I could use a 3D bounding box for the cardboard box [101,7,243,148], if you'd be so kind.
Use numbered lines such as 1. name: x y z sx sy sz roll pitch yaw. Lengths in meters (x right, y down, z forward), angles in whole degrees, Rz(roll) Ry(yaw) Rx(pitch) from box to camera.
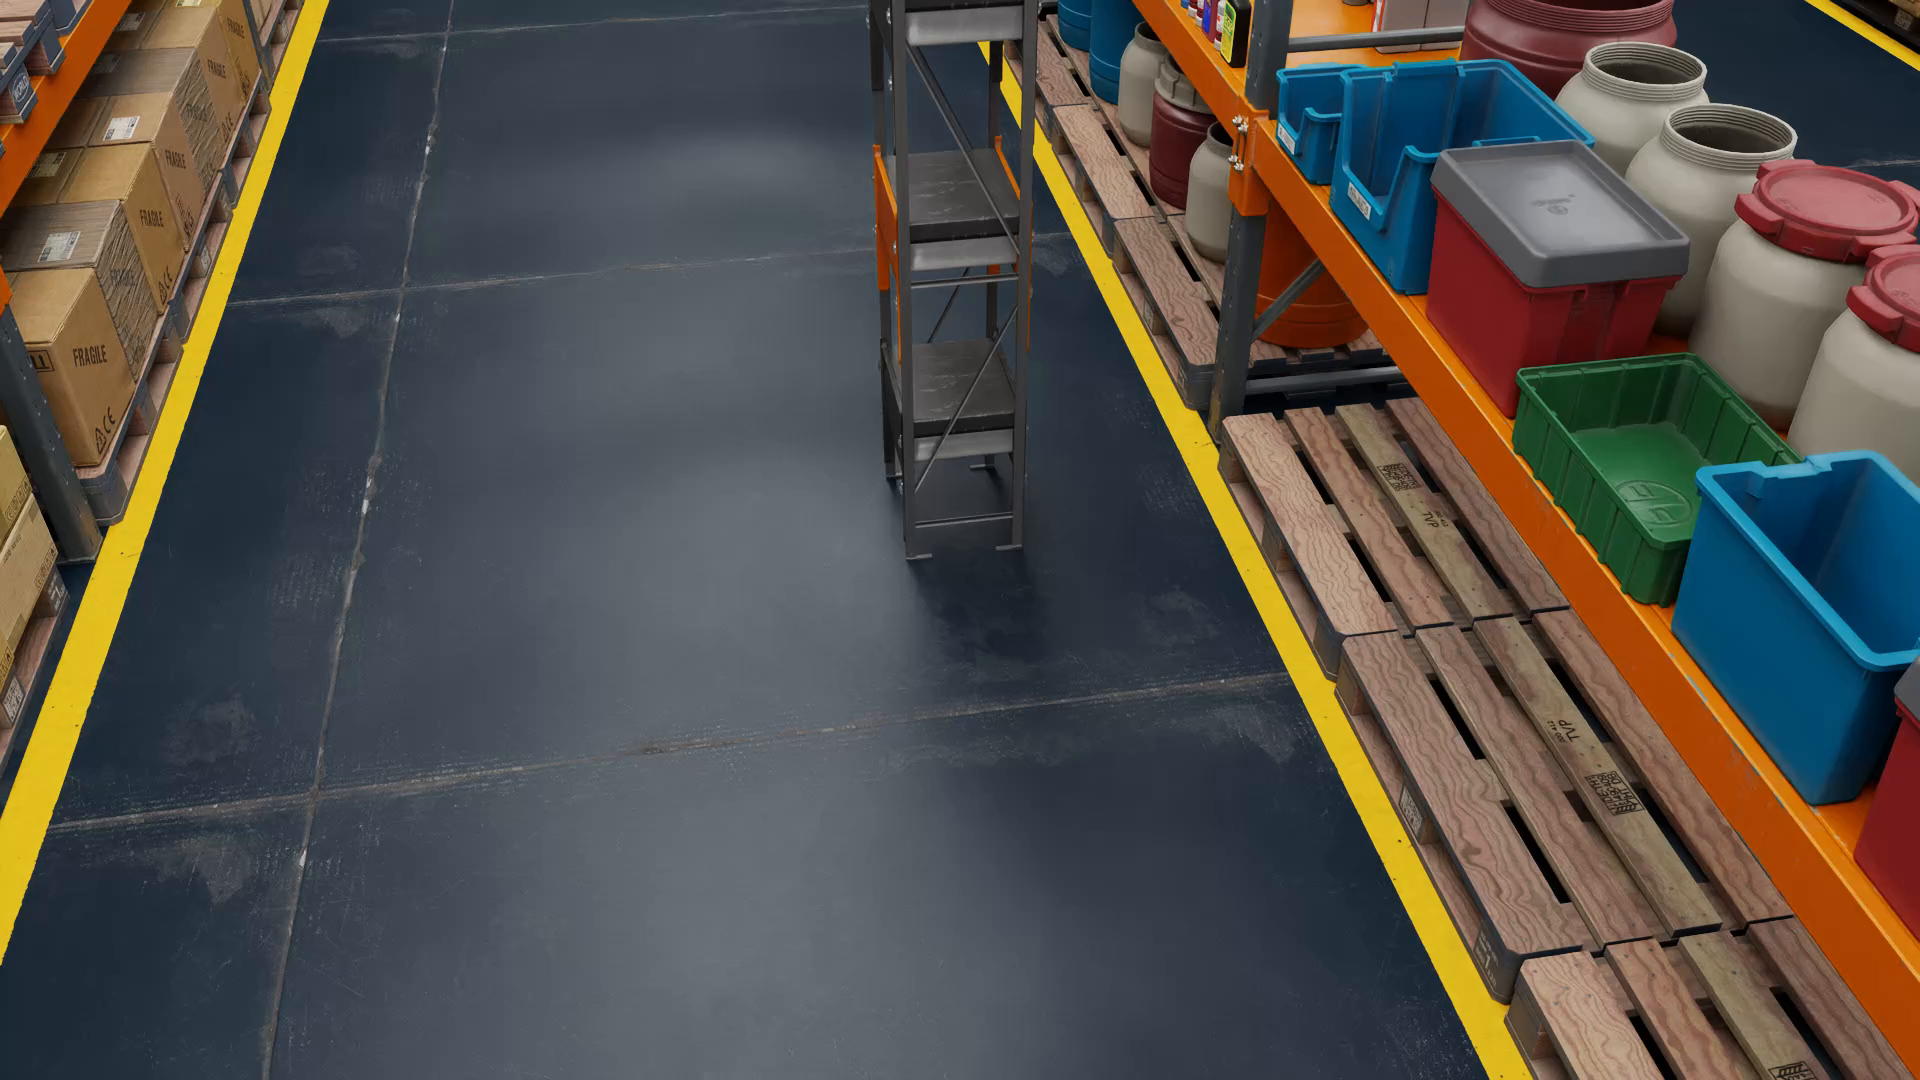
1. cardboard box: -3.694 -2.128 7.723 0.500 0.500 0.500 -6 38 -8

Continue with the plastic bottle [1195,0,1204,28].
1. plastic bottle: 0.904 -1.954 5.982 0.097 0.201 0.097 0 38 0

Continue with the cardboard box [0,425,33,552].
1. cardboard box: -3.106 -0.104 4.880 0.500 0.311 0.500 -5 38 -7

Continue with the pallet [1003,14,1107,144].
1. pallet: 0.830 -2.467 8.753 1.003 0.211 1.213 -6 38 -8

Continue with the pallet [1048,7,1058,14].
1. pallet: 0.569 -3.377 9.925 1.003 0.211 1.213 -6 38 -8

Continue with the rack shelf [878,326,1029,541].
1. rack shelf: -0.029 -0.366 5.672 0.431 0.518 0.480 -6 38 -8

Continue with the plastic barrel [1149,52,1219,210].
1. plastic barrel: 1.137 -1.812 7.261 0.600 0.588 0.708 -6 38 -8

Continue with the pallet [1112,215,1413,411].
1. pallet: 1.258 -0.993 6.856 1.003 0.211 1.213 -6 38 -8

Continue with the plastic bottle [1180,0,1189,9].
1. plastic bottle: 0.870 -2.099 6.112 0.097 0.271 0.097 0 38 0

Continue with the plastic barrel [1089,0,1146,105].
1. plastic barrel: 0.939 -2.618 8.043 0.600 0.901 0.708 -6 38 -8

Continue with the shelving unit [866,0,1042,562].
1. shelving unit: -0.029 -0.929 5.235 0.431 2.100 0.503 -6 38 -8

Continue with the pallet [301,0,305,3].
1. pallet: -4.478 -3.560 10.161 1.003 0.211 1.213 -6 38 -8

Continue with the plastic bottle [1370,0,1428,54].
1. plastic bottle: 1.530 -1.853 5.792 0.152 0.276 0.135 -6 38 -8

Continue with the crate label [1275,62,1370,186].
1. crate label: 1.142 -1.262 5.066 0.303 0.233 0.416 -6 38 -8

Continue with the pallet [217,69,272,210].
1. pallet: -3.961 -1.920 8.049 1.003 0.211 1.213 -6 38 -8

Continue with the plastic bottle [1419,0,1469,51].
1. plastic bottle: 1.680 -1.870 5.813 0.152 0.276 0.135 -6 38 -8

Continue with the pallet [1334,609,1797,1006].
1. pallet: 1.745 0.686 4.695 1.003 0.211 1.213 -6 38 -8

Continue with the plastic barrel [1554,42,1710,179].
1. plastic barrel: 1.828 -1.068 4.589 0.421 0.512 0.421 0 38 0

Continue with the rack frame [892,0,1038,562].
1. rack frame: 0.014 -0.782 5.045 0.400 2.100 0.015 -6 38 -8

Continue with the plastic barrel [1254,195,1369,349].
1. plastic barrel: 1.335 -1.225 6.309 0.600 0.830 0.708 -6 38 -8

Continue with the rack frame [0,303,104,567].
1. rack frame: -3.440 -1.092 4.711 1.000 3.000 0.127 -6 38 -8

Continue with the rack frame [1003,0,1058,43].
1. rack frame: 0.736 -4.039 8.503 1.000 3.000 0.127 -6 38 -8

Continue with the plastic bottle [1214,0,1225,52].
1. plastic bottle: 0.944 -1.814 5.802 0.097 0.201 0.097 0 38 0

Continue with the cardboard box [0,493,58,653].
1. cardboard box: -3.108 0.119 5.050 0.500 0.250 0.500 -5 38 -7

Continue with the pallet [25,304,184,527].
1. pallet: -3.534 -0.446 6.152 1.003 0.211 1.213 -6 38 -8

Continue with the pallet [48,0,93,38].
1. pallet: -3.785 -2.190 6.281 1.003 0.211 1.213 -6 38 -8

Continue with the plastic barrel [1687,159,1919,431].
1. plastic barrel: 1.982 -0.566 3.923 0.433 0.535 0.433 0 38 0

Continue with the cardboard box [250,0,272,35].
1. cardboard box: -4.002 -2.897 8.867 0.500 0.311 0.500 -6 38 -8

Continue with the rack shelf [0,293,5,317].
1. rack shelf: -3.089 0.400 3.377 1.077 0.370 4.000 -6 38 -8

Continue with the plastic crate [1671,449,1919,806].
1. plastic crate: 1.639 0.167 3.103 0.392 0.384 0.575 -6 38 -8

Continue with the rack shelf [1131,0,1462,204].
1. rack shelf: 1.087 -2.546 7.169 1.077 0.370 4.000 -6 38 -8

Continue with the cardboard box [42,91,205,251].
1. cardboard box: -3.515 -1.518 6.938 0.500 0.500 0.500 -7 38 -9

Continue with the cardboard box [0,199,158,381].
1. cardboard box: -3.336 -0.900 6.142 0.500 0.500 0.500 -8 38 -10

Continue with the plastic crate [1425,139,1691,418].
1. plastic crate: 1.419 -0.639 4.075 0.402 0.464 0.583 -6 38 -8
